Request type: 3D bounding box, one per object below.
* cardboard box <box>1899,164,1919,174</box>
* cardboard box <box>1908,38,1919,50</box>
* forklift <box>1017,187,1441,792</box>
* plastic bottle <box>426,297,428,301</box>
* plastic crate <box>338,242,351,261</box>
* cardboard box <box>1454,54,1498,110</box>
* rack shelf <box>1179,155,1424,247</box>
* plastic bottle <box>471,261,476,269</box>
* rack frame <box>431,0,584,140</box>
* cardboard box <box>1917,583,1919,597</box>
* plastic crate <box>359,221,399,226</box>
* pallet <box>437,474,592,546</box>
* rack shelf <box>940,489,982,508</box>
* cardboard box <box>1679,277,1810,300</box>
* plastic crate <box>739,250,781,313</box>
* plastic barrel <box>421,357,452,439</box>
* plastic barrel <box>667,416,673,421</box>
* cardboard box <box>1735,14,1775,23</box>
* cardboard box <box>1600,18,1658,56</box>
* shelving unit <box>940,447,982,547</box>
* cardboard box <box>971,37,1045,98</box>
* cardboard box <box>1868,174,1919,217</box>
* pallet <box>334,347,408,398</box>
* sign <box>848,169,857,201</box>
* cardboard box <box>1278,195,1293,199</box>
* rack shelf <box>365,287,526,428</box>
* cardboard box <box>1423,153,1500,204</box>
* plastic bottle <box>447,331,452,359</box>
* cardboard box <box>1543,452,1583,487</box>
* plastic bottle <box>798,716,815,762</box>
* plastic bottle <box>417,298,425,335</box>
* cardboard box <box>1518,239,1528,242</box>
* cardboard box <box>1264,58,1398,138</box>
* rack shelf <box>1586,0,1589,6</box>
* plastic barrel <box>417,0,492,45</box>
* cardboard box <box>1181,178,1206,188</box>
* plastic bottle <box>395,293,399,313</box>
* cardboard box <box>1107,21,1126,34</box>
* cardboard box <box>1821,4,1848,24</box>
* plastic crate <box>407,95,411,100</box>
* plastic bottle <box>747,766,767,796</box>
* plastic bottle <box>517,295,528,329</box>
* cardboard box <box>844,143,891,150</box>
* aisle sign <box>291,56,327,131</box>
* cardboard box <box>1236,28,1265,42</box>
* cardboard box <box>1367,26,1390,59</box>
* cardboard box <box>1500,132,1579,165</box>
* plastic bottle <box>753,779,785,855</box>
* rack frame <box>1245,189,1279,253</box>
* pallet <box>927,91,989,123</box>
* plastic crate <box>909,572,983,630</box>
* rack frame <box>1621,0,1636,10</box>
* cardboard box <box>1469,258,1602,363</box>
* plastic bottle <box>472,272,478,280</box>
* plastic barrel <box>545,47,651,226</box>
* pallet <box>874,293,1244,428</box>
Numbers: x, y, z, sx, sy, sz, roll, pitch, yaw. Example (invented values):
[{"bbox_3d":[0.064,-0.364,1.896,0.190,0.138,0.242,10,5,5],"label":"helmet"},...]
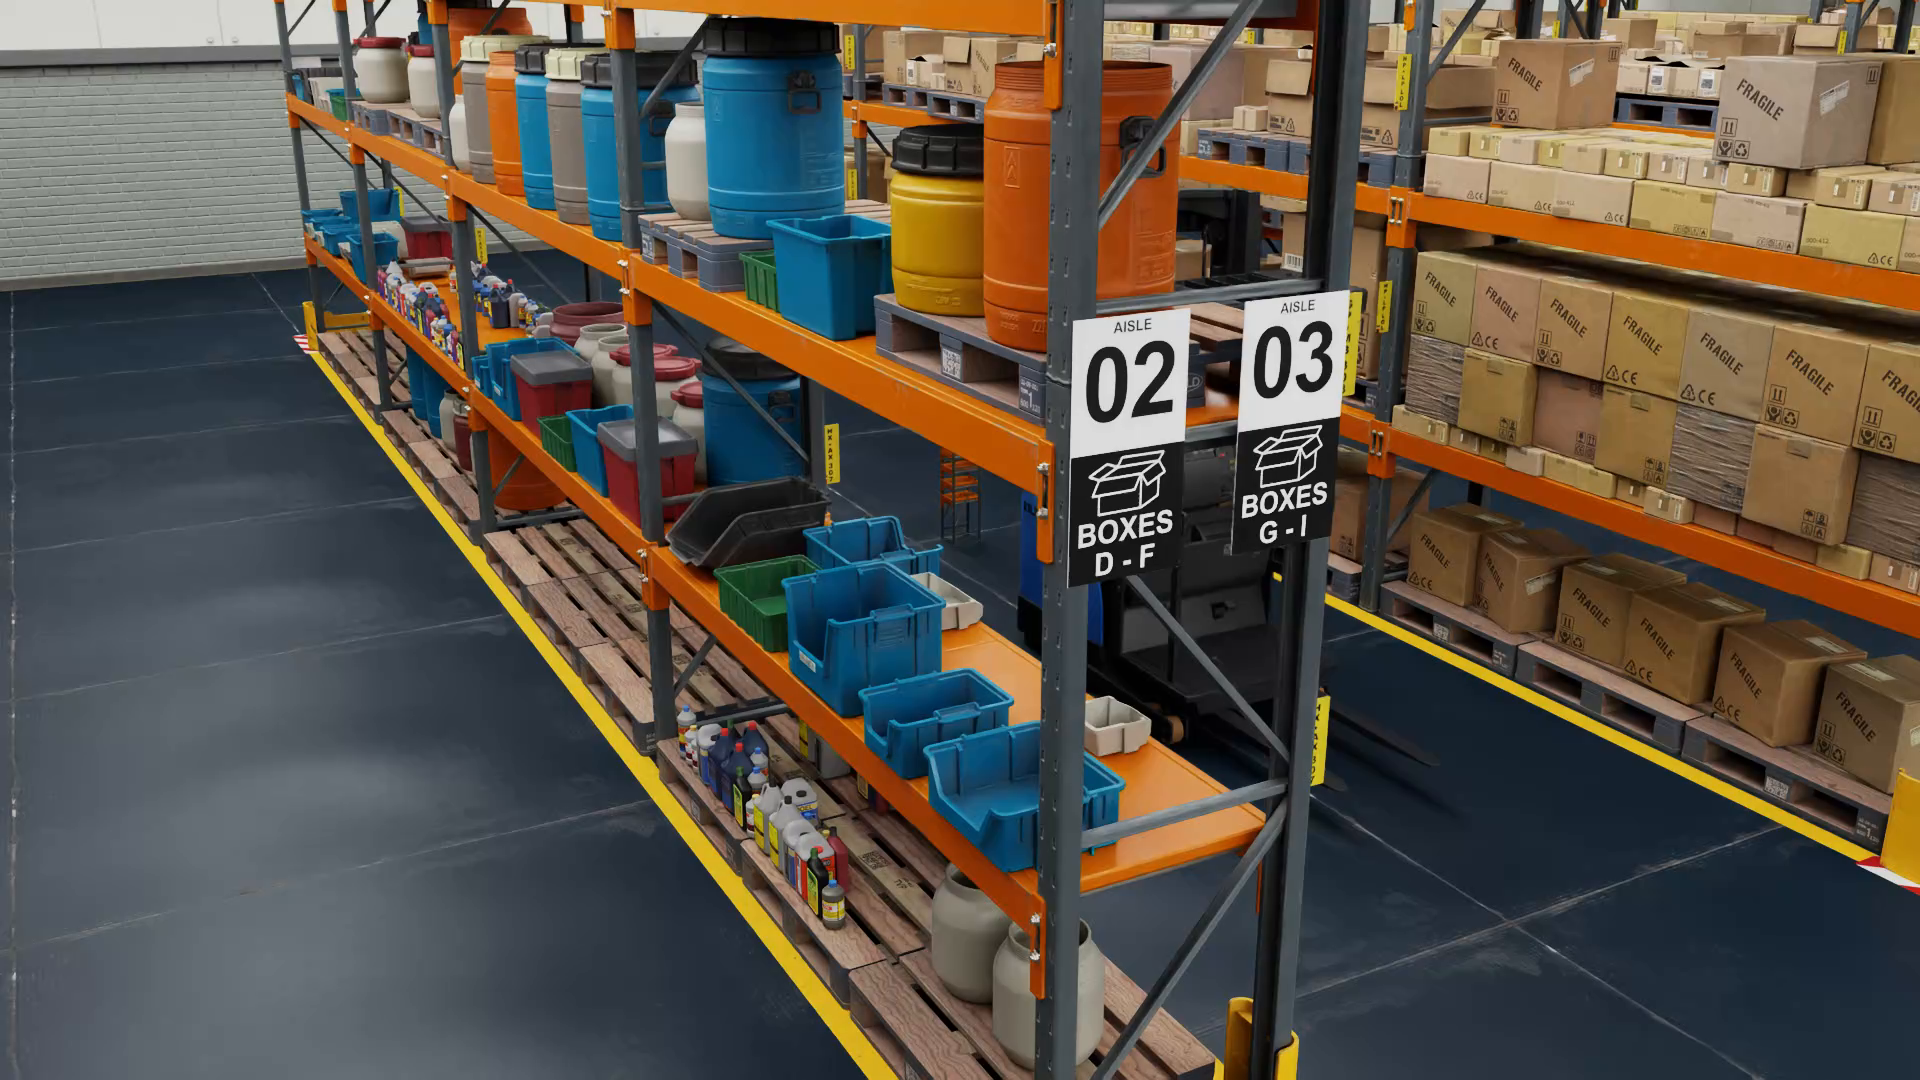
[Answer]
[{"bbox_3d":[4.813,-1.750,8.125,0.380,0.149,0.250,-9,21,-24],"label":"cardboard box"},{"bbox_3d":[12.854,-6.648,22.288,0.380,0.149,0.250,-9,21,-25],"label":"cardboard box"},{"bbox_3d":[1.495,-0.407,9.318,1.130,2.935,3.031,-10,21,-26],"label":"forklift"},{"bbox_3d":[-4.293,-1.821,13.488,0.061,0.283,0.133,-10,21,-27],"label":"plastic bottle"},{"bbox_3d":[-6.076,-2.902,16.756,0.293,0.136,0.466,-10,21,-27],"label":"plastic crate"},{"bbox_3d":[5.192,-4.493,16.303,0.500,0.500,0.500,-10,21,-27],"label":"cardboard box"},{"bbox_3d":[2.224,-2.668,12.269,1.077,0.370,4.000,-10,21,-27],"label":"rack shelf"},{"bbox_3d":[-4.513,-2.424,15.247,0.152,0.276,0.135,-10,21,-27],"label":"plastic bottle"},{"bbox_3d":[-3.085,-4.233,11.103,1.000,3.000,0.127,-10,21,-27],"label":"rack frame"},{"bbox_3d":[4.756,0.201,7.835,0.380,0.149,0.250,-10,21,-27],"label":"cardboard box"},{"bbox_3d":[-6.337,-3.391,18.173,0.396,0.136,0.243,-10,21,-27],"label":"plastic crate"},{"bbox_3d":[-3.496,-0.299,13.173,1.003,0.211,1.213,-10,21,-27],"label":"pallet"},{"bbox_3d":[0.007,-0.294,12.516,0.258,0.103,0.180,-10,21,-27],"label":"rack shelf"},{"bbox_3d":[4.339,-1.159,9.249,0.500,0.500,0.500,-10,21,-27],"label":"cardboard box"},{"bbox_3d":[-0.676,-1.071,6.864,0.336,0.188,0.450,-10,21,-27],"label":"plastic crate"},{"bbox_3d":[-4.405,-1.390,14.634,0.600,0.901,0.708,-10,21,-27],"label":"plastic barrel"},{"bbox_3d":[-1.679,-0.587,9.946,0.301,0.262,0.301,0,19,0],"label":"plastic barrel"},{"bbox_3d":[11.762,-7.593,24.447,0.500,0.250,0.500,-10,22,-28],"label":"cardboard box"},{"bbox_3d":[8.259,-6.213,20.643,0.500,0.500,0.500,-10,22,-28],"label":"cardboard box"},{"bbox_3d":[0.007,-0.563,12.424,0.258,1.200,0.189,-10,21,-27],"label":"shelving unit"},{"bbox_3d":[0.434,-4.226,14.884,0.500,0.500,0.500,-9,21,-24],"label":"cardboard box"},{"bbox_3d":[4.420,-1.589,7.658,0.380,0.149,0.250,-11,22,-29],"label":"cardboard box"},{"bbox_3d":[-5.951,-1.783,17.474,1.003,0.211,1.213,-10,21,-27],"label":"pallet"},{"bbox_3d":[-1.113,-3.673,17.228,0.100,0.325,0.005,-10,21,-27],"label":"sign"},{"bbox_3d":[3.818,-3.940,18.735,0.380,0.149,0.250,-9,21,-25],"label":"cardboard box"},{"bbox_3d":[-4.035,-1.631,13.863,1.077,0.370,4.000,-10,21,-27],"label":"rack shelf"},{"bbox_3d":[3.162,-2.194,10.023,0.500,0.250,0.500,-11,22,-29],"label":"cardboard box"},{"bbox_3d":[-3.847,-1.483,12.636,0.097,0.201,0.097,0,19,0],"label":"plastic bottle"},{"bbox_3d":[3.626,-0.434,9.675,0.380,0.149,0.250,-10,21,-27],"label":"cardboard box"},{"bbox_3d":[-0.753,0.958,8.643,0.144,0.351,0.185,-10,21,-27],"label":"plastic bottle"},{"bbox_3d":[-4.346,-1.811,13.461,0.061,0.283,0.133,-10,21,-27],"label":"plastic bottle"},{"bbox_3d":[5.663,-2.780,15.936,0.500,0.500,0.500,-10,21,-26],"label":"cardboard box"},{"bbox_3d":[2.589,-3.102,11.621,0.797,0.503,0.637,-9,21,-24],"label":"cardboard box"},{"bbox_3d":[4.737,-5.784,17.315,1.077,0.370,4.000,-10,21,-27],"label":"rack shelf"},{"bbox_3d":[-4.039,-3.932,13.418,0.600,0.901,0.708,-10,21,-27],"label":"plastic barrel"},{"bbox_3d":[3.064,-4.484,20.418,0.500,0.500,0.500,-11,22,-28],"label":"cardboard box"},{"bbox_3d":[-4.803,-2.061,14.310,0.097,0.201,0.097,0,19,0],"label":"plastic bottle"},{"bbox_3d":[2.126,-6.609,21.438,0.380,0.149,0.250,-10,21,-26],"label":"cardboard box"},{"bbox_3d":[12.298,-7.358,23.256,0.396,0.266,0.258,-10,22,-27],"label":"cardboard box"},{"bbox_3d":[-5.333,-4.301,16.098,0.497,0.269,0.590,-10,21,-27],"label":"plastic crate"},{"bbox_3d":[-0.975,1.220,8.007,0.097,0.271,0.097,0,19,0],"label":"plastic bottle"},{"bbox_3d":[-3.585,-1.880,13.677,0.097,0.271,0.097,0,19,0],"label":"plastic bottle"},{"bbox_3d":[-1.106,-4.205,18.843,0.500,0.500,0.500,-11,22,-28],"label":"cardboard box"},{"bbox_3d":[-7.179,-4.897,18.239,0.394,0.787,0.004,-10,21,-27],"label":"aisle sign"},{"bbox_3d":[3.398,-5.871,19.301,0.380,0.149,0.250,-11,22,-29],"label":"cardboard box"},{"bbox_3d":[4.406,-5.253,17.856,0.797,0.503,0.637,-10,22,-27],"label":"cardboard box"},{"bbox_3d":[3.354,-2.263,9.611,0.380,0.149,0.250,-10,21,-26],"label":"cardboard box"},{"bbox_3d":[-0.876,1.268,7.746,0.144,0.351,0.185,-10,21,-27],"label":"plastic bottle"},{"bbox_3d":[3.788,-4.052,19.775,1.000,3.000,0.127,-10,21,-27],"label":"rack frame"},{"bbox_3d":[0.388,-3.990,15.287,1.003,0.211,1.213,-9,21,-24],"label":"pallet"},{"bbox_3d":[-0.191,0.303,7.560,0.530,0.136,0.437,-10,21,-27],"label":"plastic crate"},{"bbox_3d":[10.563,-9.602,26.661,1.000,3.000,0.127,-10,21,-27],"label":"rack frame"},{"bbox_3d":[3.402,-1.365,9.845,0.500,0.500,0.500,-10,21,-27],"label":"cardboard box"},{"bbox_3d":[-4.299,-2.233,14.581,0.144,0.351,0.185,-10,21,-27],"label":"plastic bottle"},{"bbox_3d":[-1.929,-2.204,9.052,0.600,0.901,0.600,0,19,0],"label":"plastic barrel"},{"bbox_3d":[0.407,-0.682,5.700,1.003,0.211,1.213,-10,21,-27],"label":"pallet"}]
